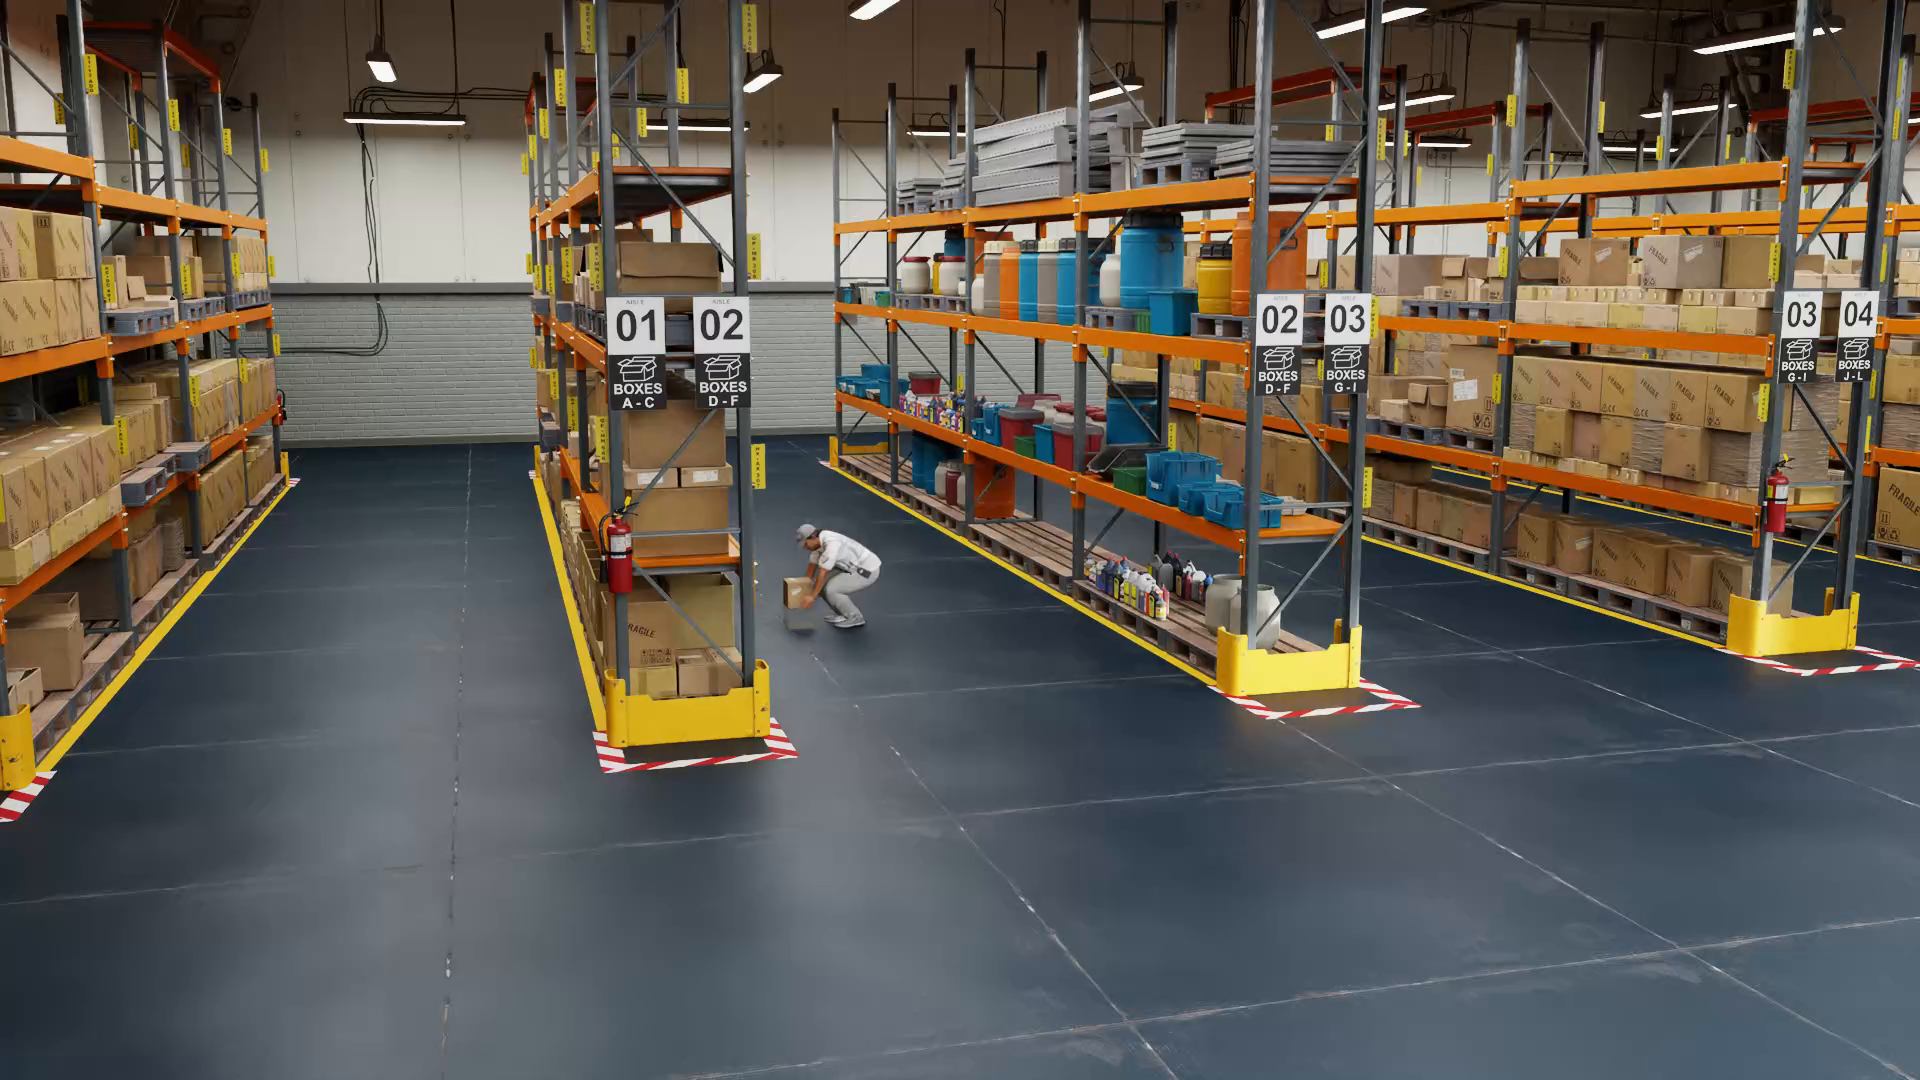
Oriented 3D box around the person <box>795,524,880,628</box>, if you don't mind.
[{"bbox_3d":[-1.184,0.325,15.962,0.817,1.002,0.520,-3,10,-16],"label":"person"}]
